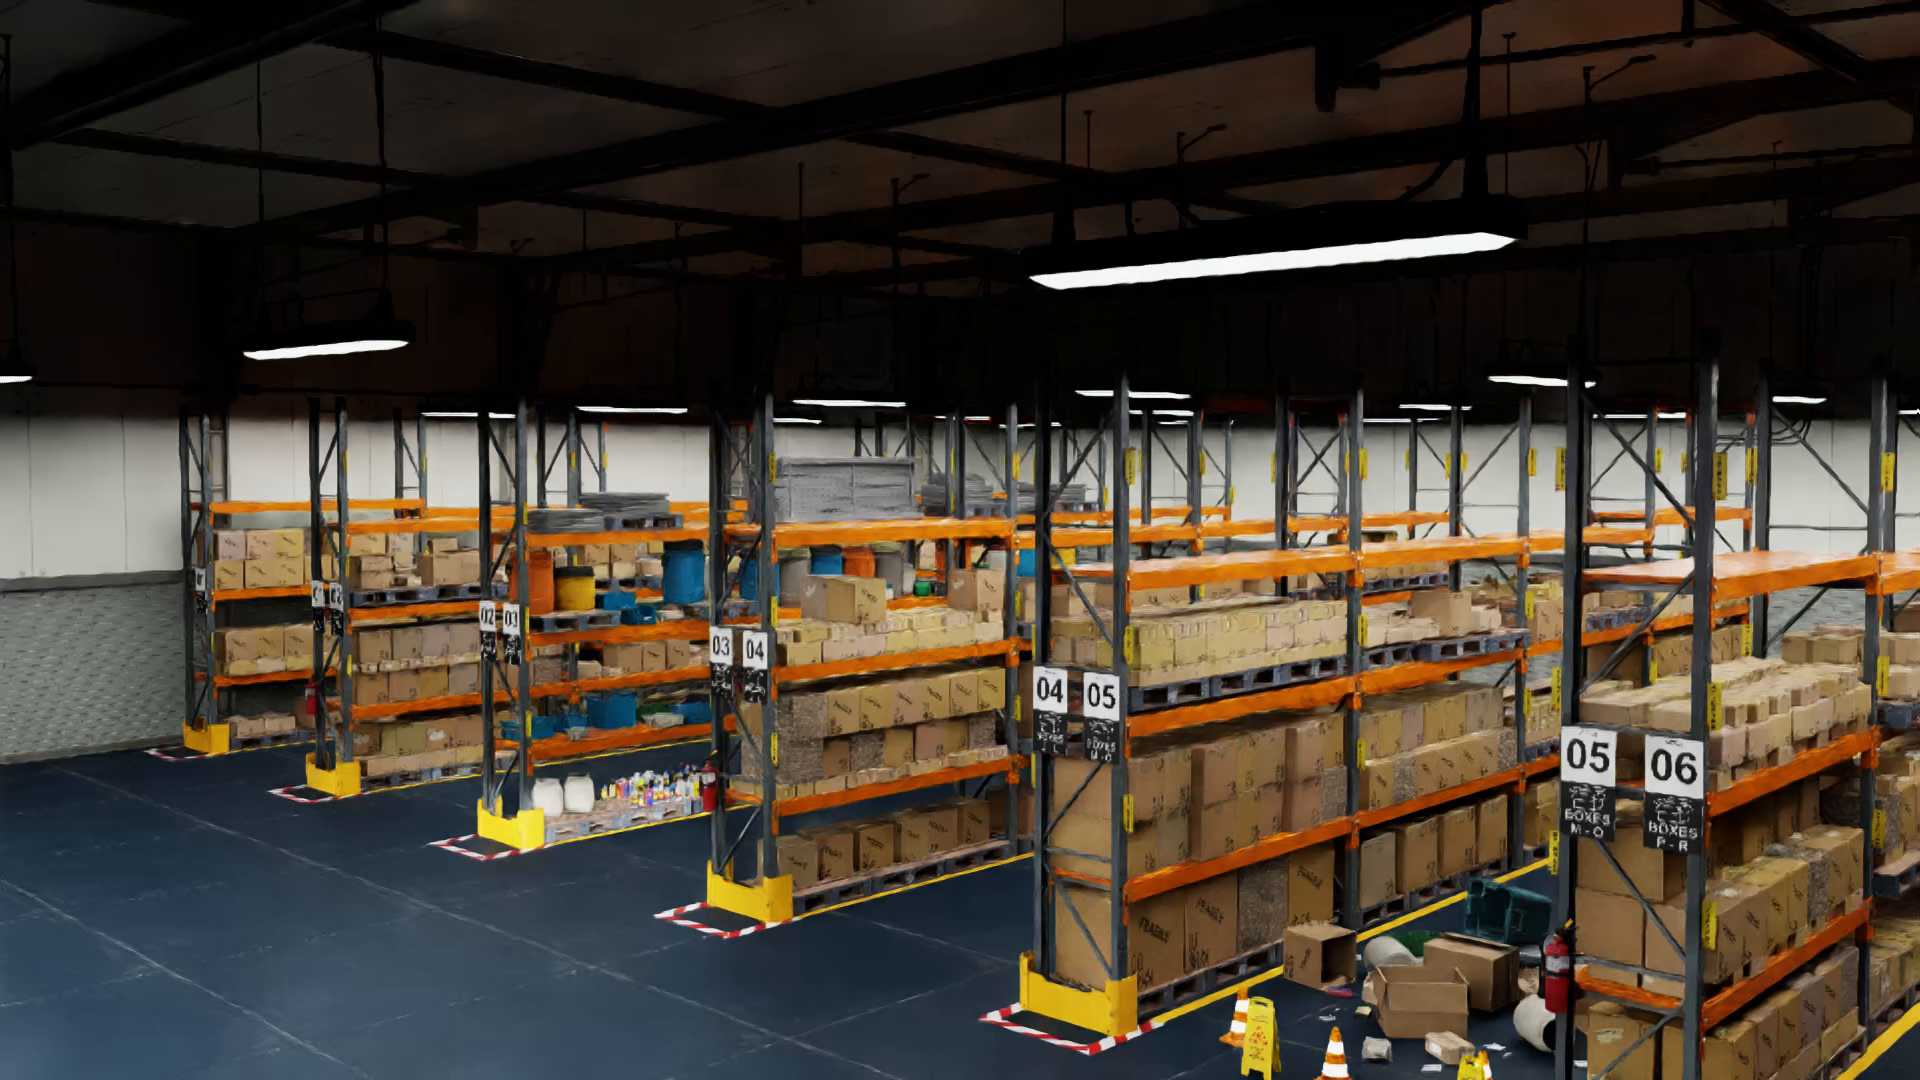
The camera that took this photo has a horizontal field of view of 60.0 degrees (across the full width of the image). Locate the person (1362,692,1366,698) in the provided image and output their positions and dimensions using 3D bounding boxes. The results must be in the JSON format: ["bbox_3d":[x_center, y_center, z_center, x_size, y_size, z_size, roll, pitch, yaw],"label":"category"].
[{"bbox_3d":[6.008,3.040,25.033,0.639,1.628,0.512,3,4,42],"label":"person"}]
